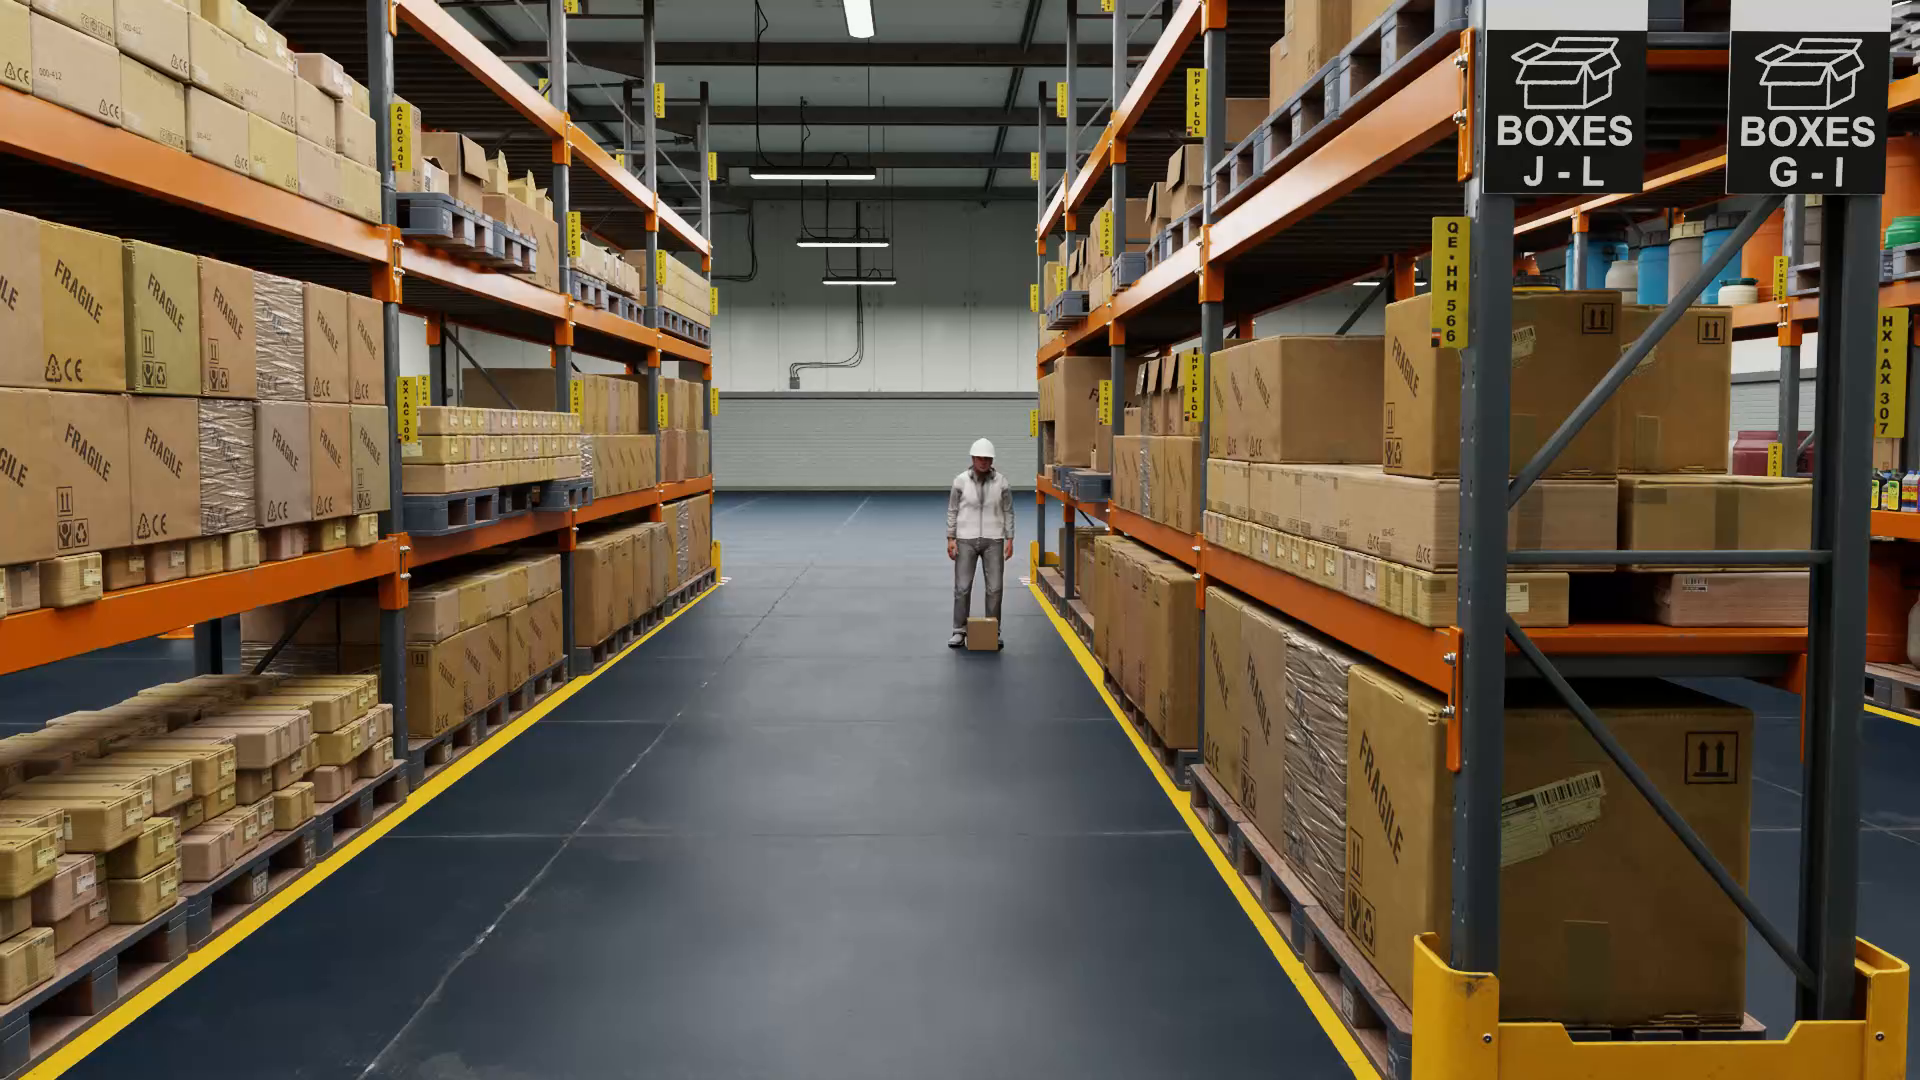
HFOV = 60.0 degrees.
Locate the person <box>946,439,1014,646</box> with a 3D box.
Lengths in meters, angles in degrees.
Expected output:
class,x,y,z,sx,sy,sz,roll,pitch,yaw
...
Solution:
class,x,y,z,sx,sy,sz,roll,pitch,yaw
person,0.175,0.017,14.254,0.585,1.771,0.466,0,4,-2
